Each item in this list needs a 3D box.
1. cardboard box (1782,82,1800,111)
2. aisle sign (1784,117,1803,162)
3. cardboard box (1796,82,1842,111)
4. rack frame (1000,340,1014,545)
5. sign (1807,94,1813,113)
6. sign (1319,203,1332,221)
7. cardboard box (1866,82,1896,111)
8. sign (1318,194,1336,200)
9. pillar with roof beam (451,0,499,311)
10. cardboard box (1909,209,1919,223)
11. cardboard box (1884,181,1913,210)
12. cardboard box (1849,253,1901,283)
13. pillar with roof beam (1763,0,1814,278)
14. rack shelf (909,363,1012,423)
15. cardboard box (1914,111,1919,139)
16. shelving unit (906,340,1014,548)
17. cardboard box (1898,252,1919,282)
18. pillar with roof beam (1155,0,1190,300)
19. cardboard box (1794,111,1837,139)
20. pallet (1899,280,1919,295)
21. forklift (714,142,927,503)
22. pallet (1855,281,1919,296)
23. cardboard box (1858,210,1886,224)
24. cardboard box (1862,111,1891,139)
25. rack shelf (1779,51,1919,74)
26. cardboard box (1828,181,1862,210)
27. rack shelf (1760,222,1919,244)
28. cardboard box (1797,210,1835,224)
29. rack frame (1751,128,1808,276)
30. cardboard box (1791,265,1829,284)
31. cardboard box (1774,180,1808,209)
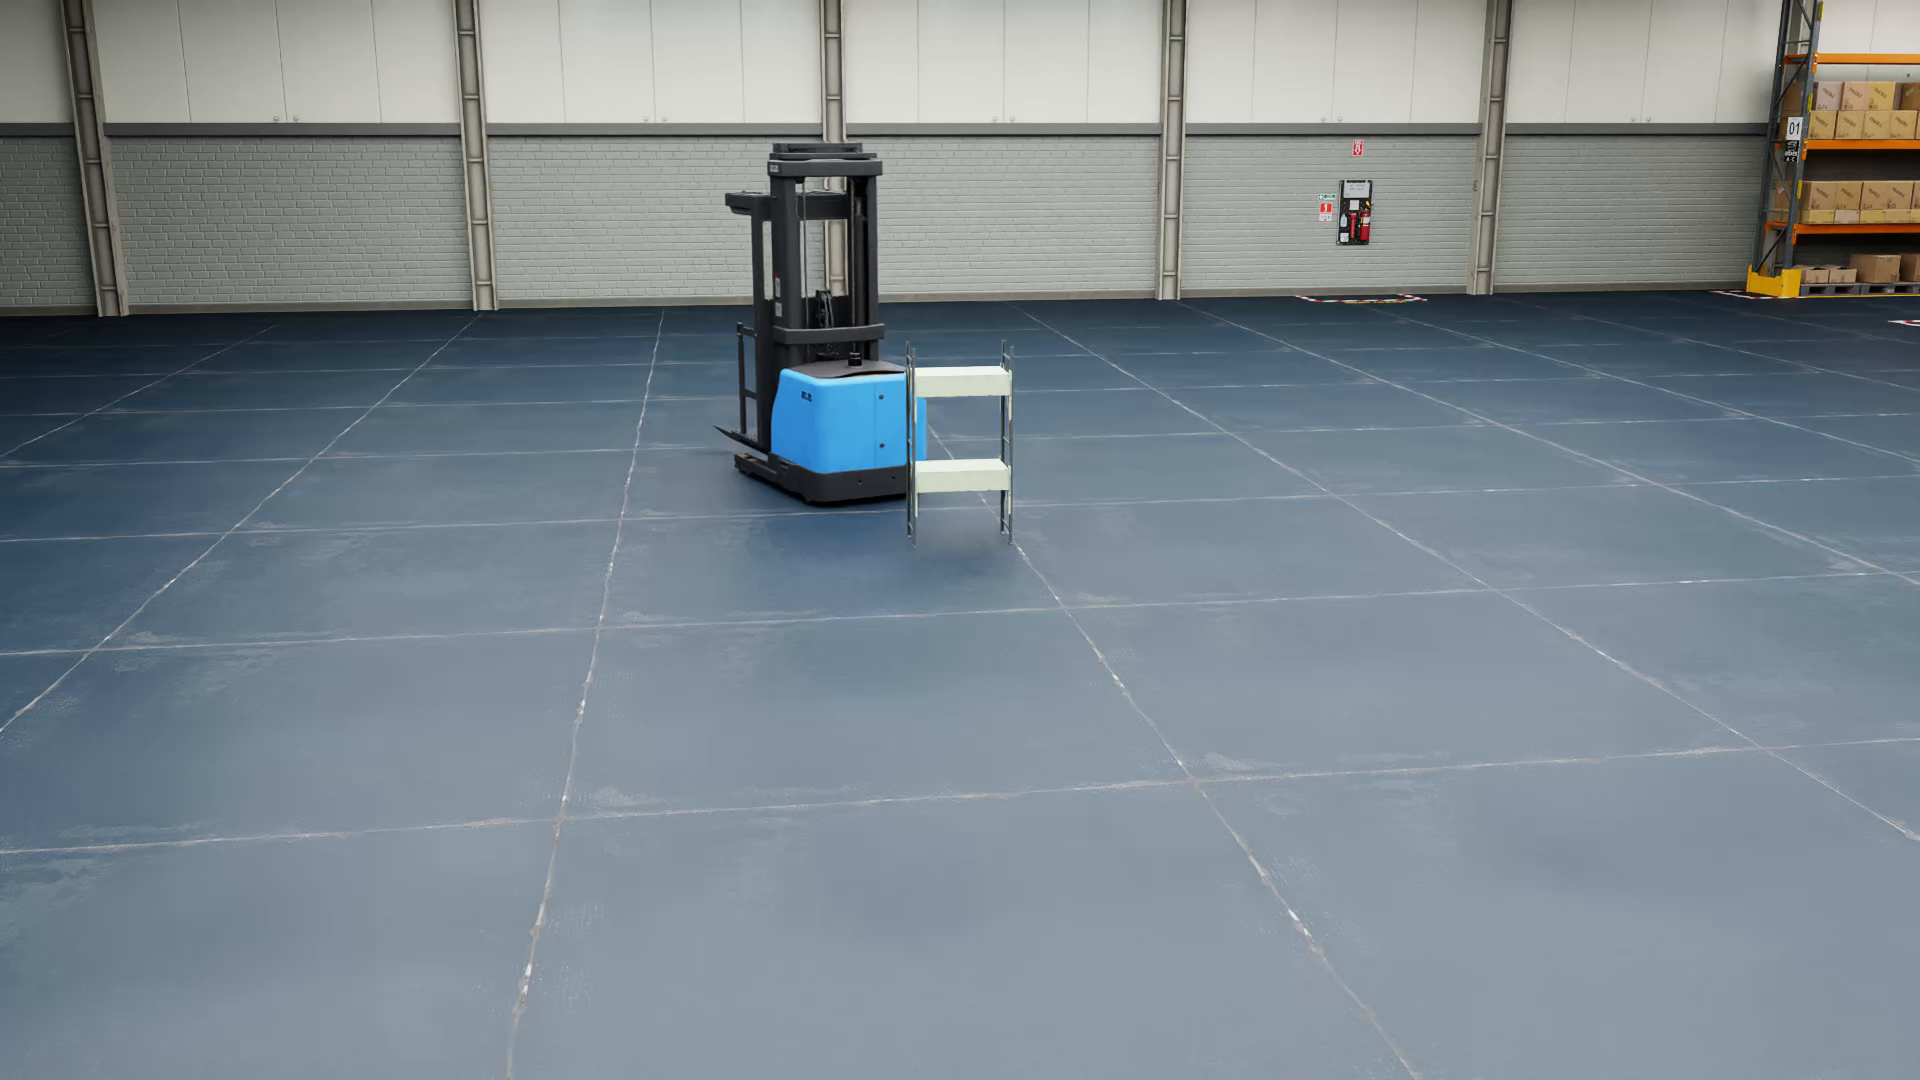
[{"bbox_3d":[15.453,-8.115,30.445,0.500,0.500,0.500,-1,14,-6],"label":"cardboard box"},{"bbox_3d":[15.039,-7.225,30.019,0.004,0.787,0.394,-2,14,-8],"label":"aisle sign"},{"bbox_3d":[15.482,-7.992,29.955,0.500,0.500,0.500,-3,14,-12],"label":"cardboard box"},{"bbox_3d":[0.355,-0.740,12.591,0.023,1.500,0.400,-2,14,-8],"label":"rack frame"},{"bbox_3d":[15.146,-7.787,29.642,0.005,0.325,0.100,-2,14,-8],"label":"sign"},{"bbox_3d":[6.684,-5.996,30.391,0.234,0.329,0.001,-2,14,-8],"label":"sign"},{"bbox_3d":[16.491,-8.019,30.064,0.500,0.500,0.500,-2,14,-7],"label":"cardboard box"},{"bbox_3d":[6.690,-6.251,30.319,0.331,0.109,0.001,-2,14,-8],"label":"sign"},{"bbox_3d":[-7.462,-7.277,23.237,0.400,9.000,9.100,-2,14,-8],"label":"pillar with roof beam"},{"bbox_3d":[17.608,-5.992,30.717,0.500,0.250,0.500,-2,14,-9],"label":"cardboard box"},{"bbox_3d":[17.093,-6.338,30.555,0.500,0.500,0.500,-2,14,-7],"label":"cardboard box"},{"bbox_3d":[17.059,-5.078,31.038,0.500,0.500,0.700,-3,14,-12],"label":"cardboard box"},{"bbox_3d":[16.270,-8.146,26.705,0.400,9.000,9.100,-2,14,-8],"label":"pillar with roof beam"},{"bbox_3d":[-0.007,-1.106,12.443,0.720,0.370,0.431,-2,14,-8],"label":"rack shelf"},{"bbox_3d":[17.514,-7.574,30.345,0.500,0.500,0.500,-3,14,-11],"label":"cardboard box"},{"bbox_3d":[-0.007,-0.727,12.538,0.755,1.500,0.431,-2,14,-8],"label":"shelving unit"},{"bbox_3d":[18.000,-5.137,31.274,0.500,0.500,0.500,-3,14,-13],"label":"cardboard box"},{"bbox_3d":[4.404,-7.711,24.971,0.400,9.000,9.100,-2,14,-8],"label":"pillar with roof beam"},{"bbox_3d":[15.433,-7.504,30.063,0.500,0.500,0.500,-2,14,-7],"label":"cardboard box"},{"bbox_3d":[18.362,-4.798,31.420,1.213,0.211,1.003,-2,14,-8],"label":"pallet"},{"bbox_3d":[-1.403,-2.041,14.833,1.130,2.935,3.031,-7,16,-27],"label":"forklift"},{"bbox_3d":[17.153,-4.753,31.240,1.213,0.211,1.003,-2,14,-8],"label":"pallet"},{"bbox_3d":[16.611,-5.956,30.572,0.500,0.250,0.500,-2,14,-9],"label":"cardboard box"},{"bbox_3d":[16.482,-7.534,30.185,0.500,0.500,0.500,-1,14,-6],"label":"cardboard box"},{"bbox_3d":[17.043,-8.670,30.281,4.000,0.370,1.077,-2,14,-8],"label":"rack shelf"},{"bbox_3d":[16.072,-6.300,30.401,0.500,0.500,0.500,-2,14,-8],"label":"cardboard box"},{"bbox_3d":[17.043,-5.762,31.010,4.000,0.370,1.077,-2,14,-8],"label":"rack shelf"},{"bbox_3d":[15.595,-5.917,30.415,0.500,0.250,0.500,-3,14,-10],"label":"cardboard box"},{"bbox_3d":[15.065,-6.038,30.633,0.127,3.000,1.000,-2,14,-8],"label":"rack frame"},{"bbox_3d":[15.763,-4.951,30.921,0.500,0.311,0.500,-4,15,-15],"label":"cardboard box"},{"bbox_3d":[15.500,-6.407,30.830,0.500,0.500,0.500,-2,14,-9],"label":"cardboard box"}]
